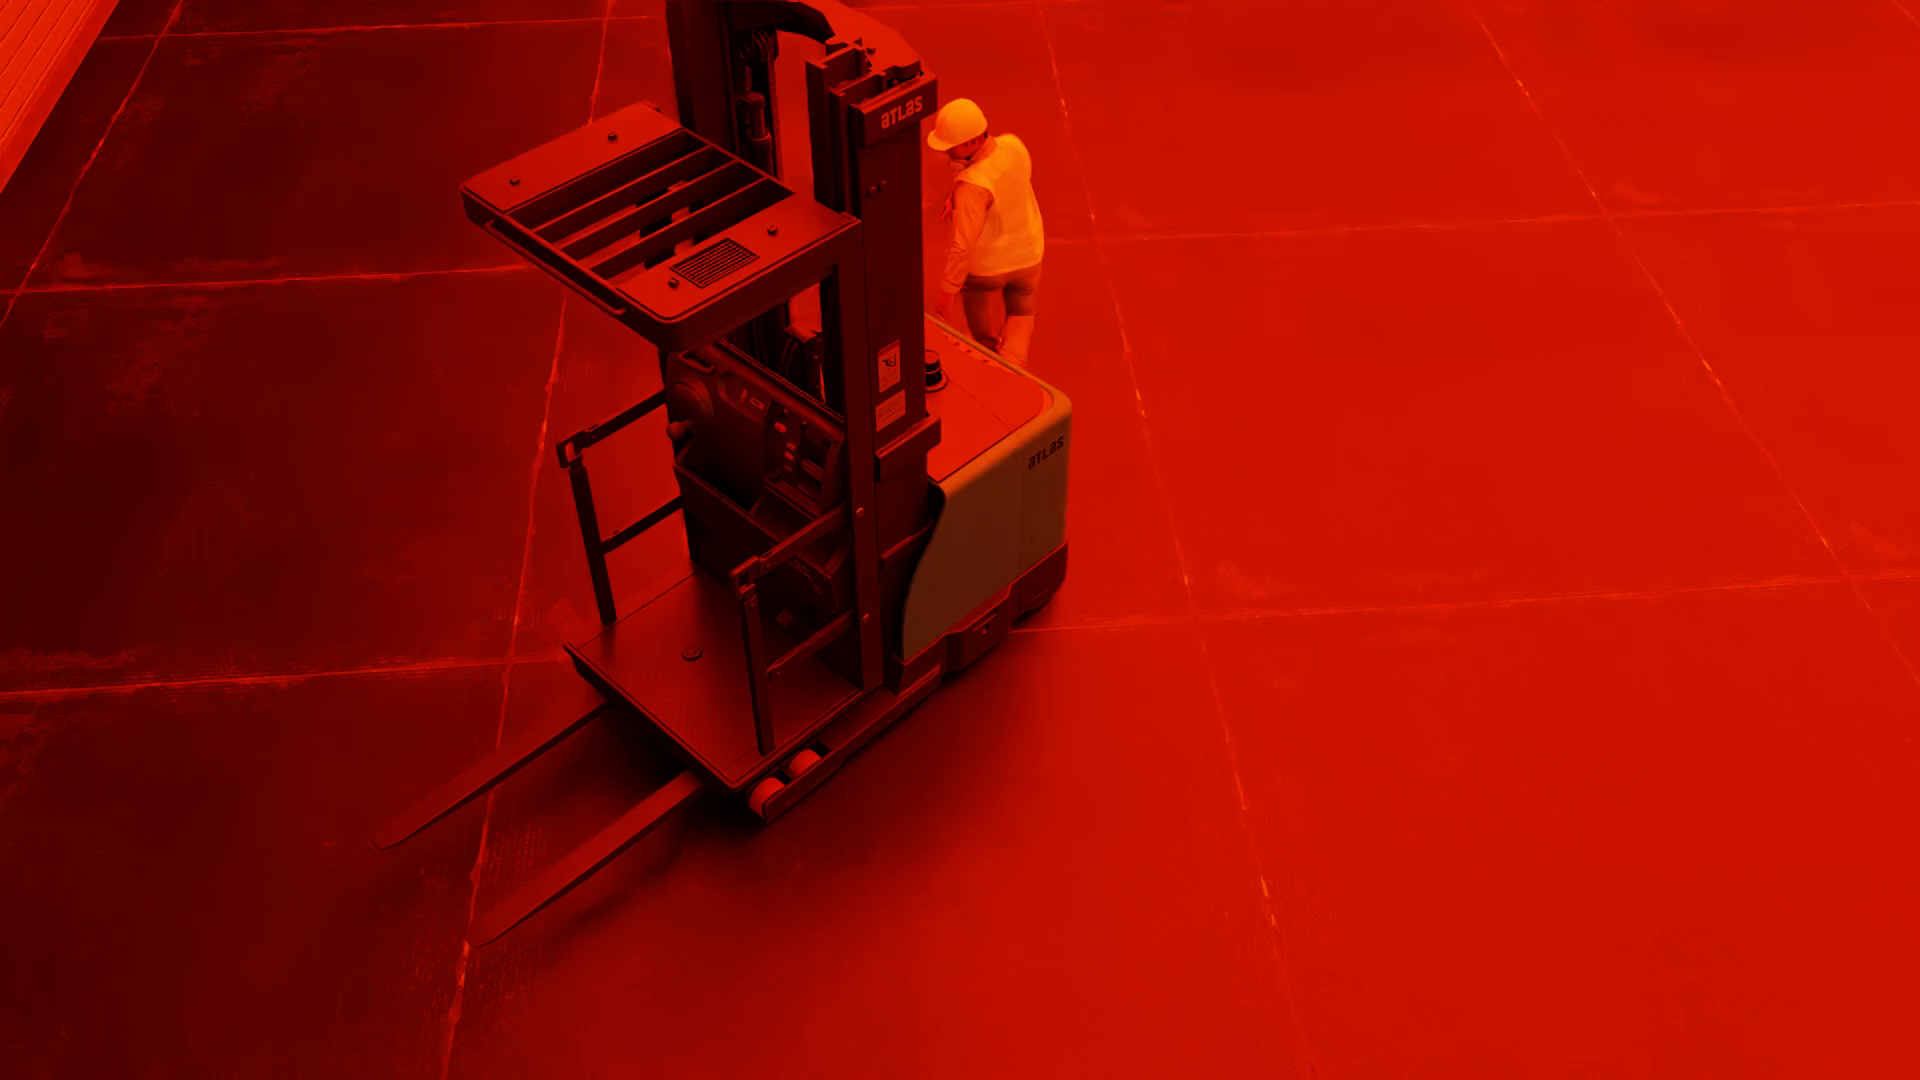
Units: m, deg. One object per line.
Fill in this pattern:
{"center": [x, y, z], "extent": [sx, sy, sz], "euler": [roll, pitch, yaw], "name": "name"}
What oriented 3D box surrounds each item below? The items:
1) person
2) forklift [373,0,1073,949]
{"center": [0.111, -1.417, 8.129], "extent": [0.626, 1.552, 0.867], "euler": [-15, 46, -15], "name": "person"}
{"center": [-0.910, -0.361, 5.988], "extent": [1.130, 2.935, 3.031], "euler": [34, 53, 30], "name": "forklift"}
